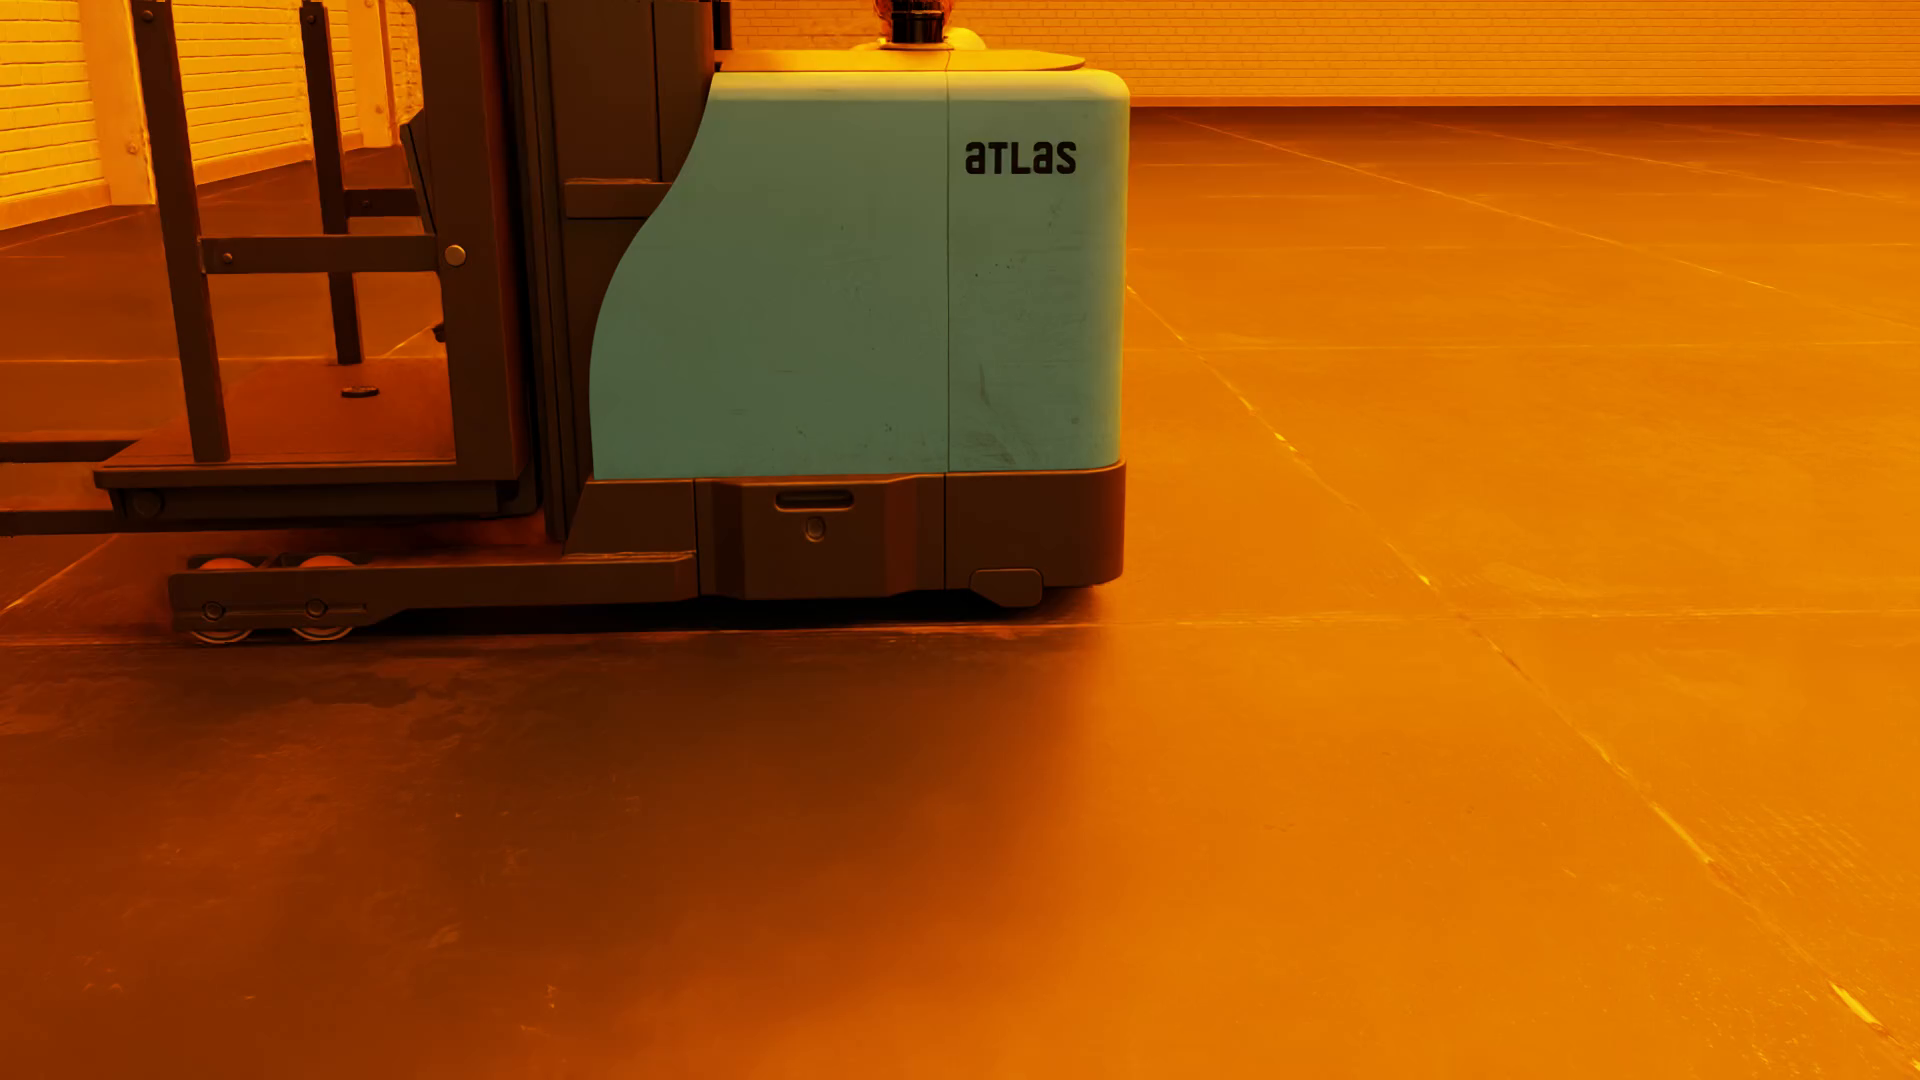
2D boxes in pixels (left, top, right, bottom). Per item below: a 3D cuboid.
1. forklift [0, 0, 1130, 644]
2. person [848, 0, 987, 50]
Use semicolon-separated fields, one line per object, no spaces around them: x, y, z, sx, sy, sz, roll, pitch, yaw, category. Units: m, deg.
-1.205;-1.359;3.349;3.031;2.935;1.130;-1;17;-4;forklift
-0.203;-0.955;4.834;0.702;1.334;0.880;-6;18;-18;person
